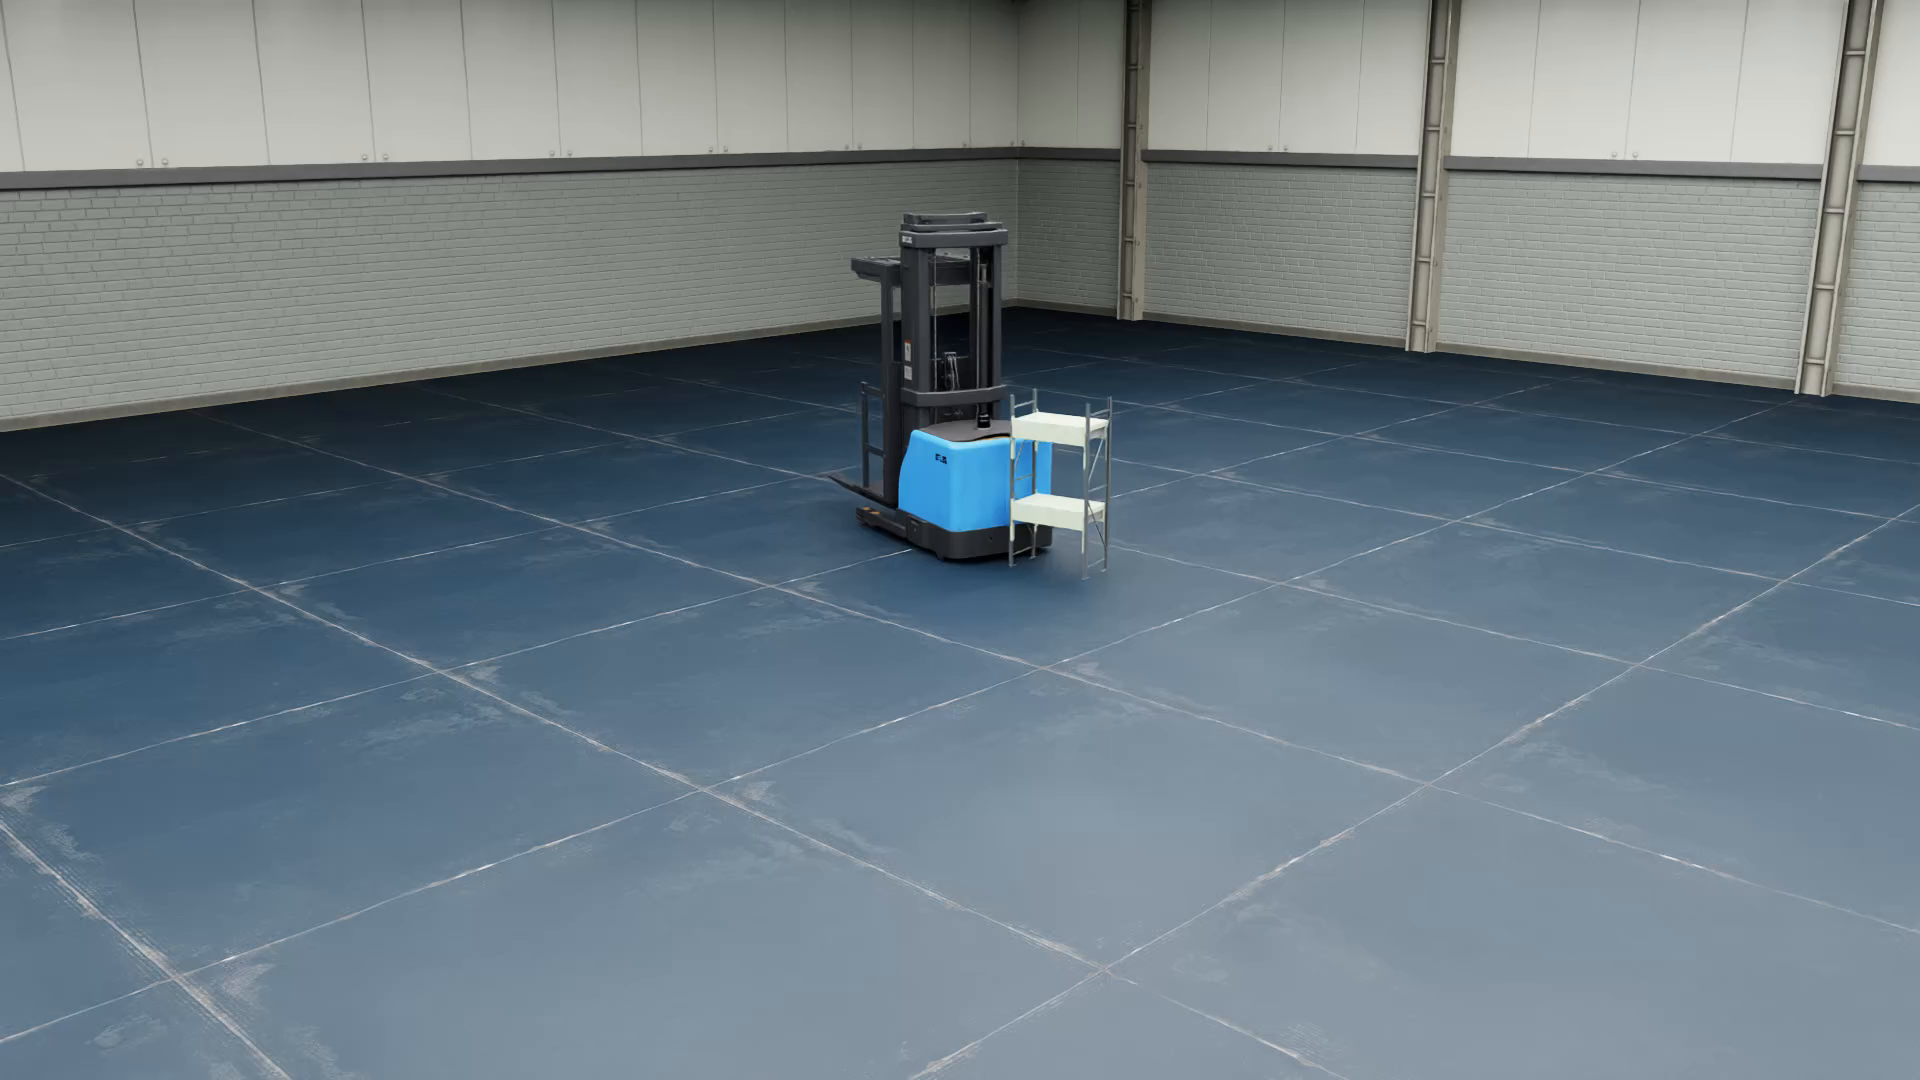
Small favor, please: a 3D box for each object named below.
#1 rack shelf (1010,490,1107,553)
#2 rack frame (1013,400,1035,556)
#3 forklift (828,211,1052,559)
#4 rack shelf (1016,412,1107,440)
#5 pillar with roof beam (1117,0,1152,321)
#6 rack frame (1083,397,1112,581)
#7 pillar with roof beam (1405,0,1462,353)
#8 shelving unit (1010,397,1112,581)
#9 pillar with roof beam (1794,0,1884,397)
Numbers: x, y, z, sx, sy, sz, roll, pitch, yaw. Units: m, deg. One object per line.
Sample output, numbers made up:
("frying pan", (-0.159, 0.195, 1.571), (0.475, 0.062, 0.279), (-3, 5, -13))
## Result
("rack shelf", (0.846, -0.164, 14.197), (0.720, 0.370, 0.431), (10, 17, 33))
("rack frame", (0.541, -0.530, 14.311), (0.010, 1.308, 0.380), (10, 17, 33))
("forklift", (-0.327, -1.574, 15.477), (1.130, 2.935, 3.031), (-8, 17, -28))
("rack shelf", (0.846, -0.952, 13.992), (0.686, 0.124, 0.368), (10, 17, 33))
("pillar with roof beam", (0.190, -7.702, 26.962), (0.400, 9.000, 9.100), (14, 20, 42))
("rack frame", (1.150, -0.428, 13.918), (0.023, 1.500, 0.400), (10, 17, 33))
("pillar with roof beam", (4.509, -6.652, 22.932), (0.400, 9.000, 9.100), (14, 20, 42))
("shelving unit", (0.848, -0.479, 14.113), (0.748, 1.500, 0.431), (10, 17, 33))
("pillar with roof beam", (8.828, -5.602, 18.902), (0.400, 9.000, 9.100), (14, 20, 42))
